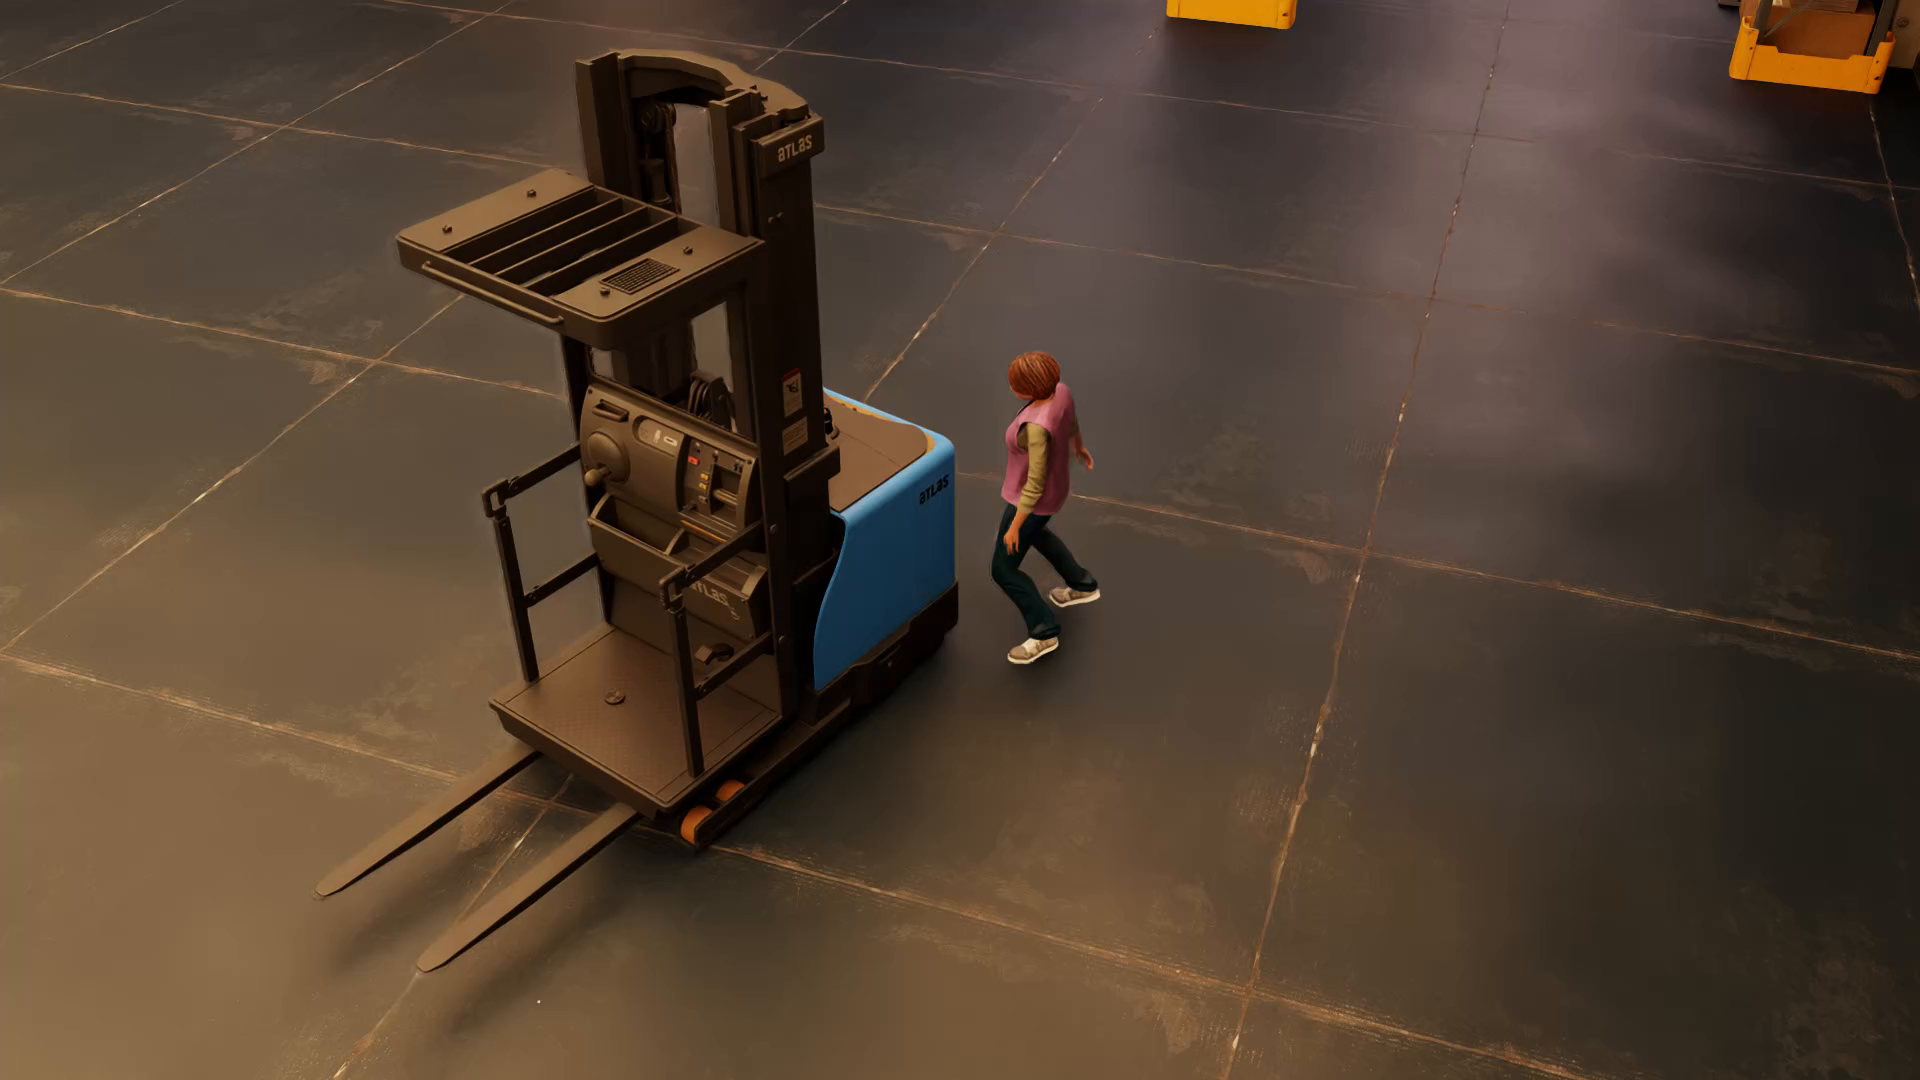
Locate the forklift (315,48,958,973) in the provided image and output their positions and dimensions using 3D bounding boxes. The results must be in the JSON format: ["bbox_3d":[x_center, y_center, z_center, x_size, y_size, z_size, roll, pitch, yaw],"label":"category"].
[{"bbox_3d":[-1.296,-0.256,6.472,1.130,2.935,3.031,24,42,29],"label":"forklift"}]

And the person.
[{"bbox_3d":[0.421,-0.218,7.661,0.446,1.509,0.745,14,38,19],"label":"person"}]
